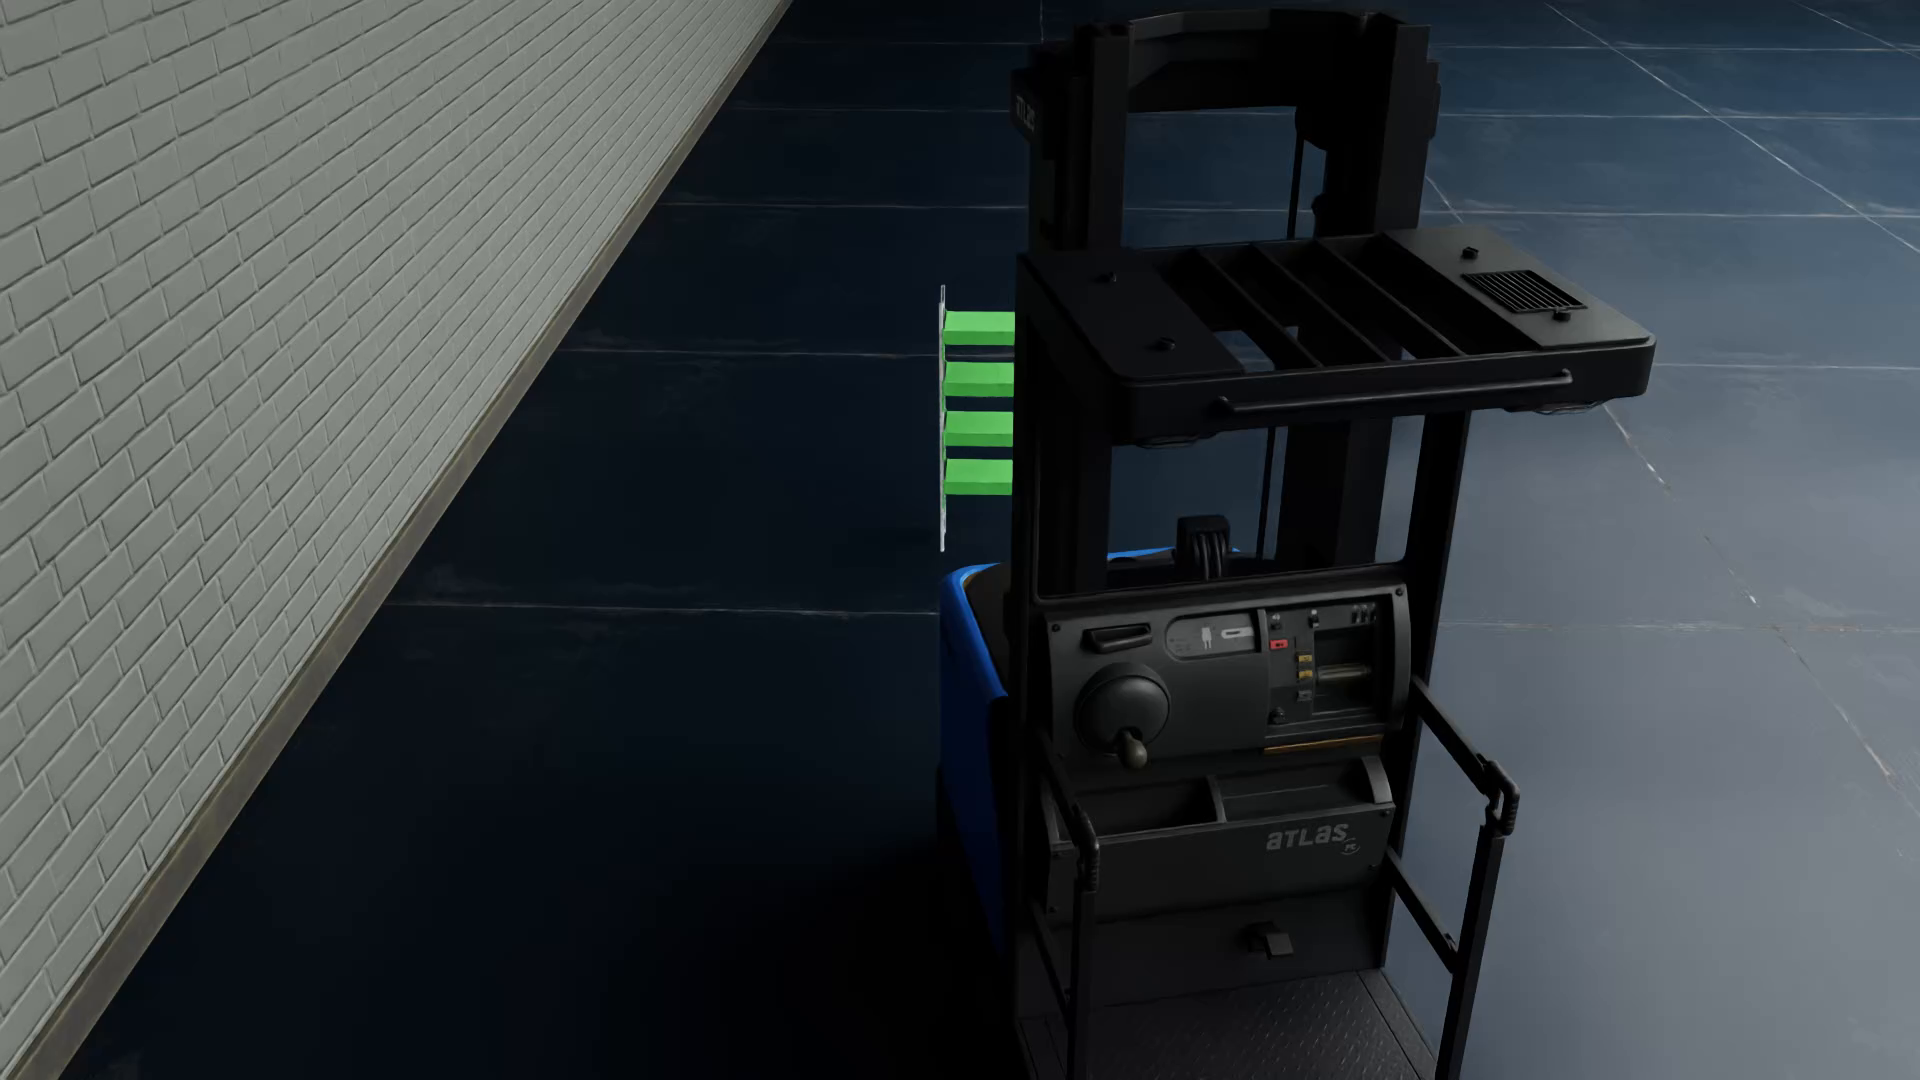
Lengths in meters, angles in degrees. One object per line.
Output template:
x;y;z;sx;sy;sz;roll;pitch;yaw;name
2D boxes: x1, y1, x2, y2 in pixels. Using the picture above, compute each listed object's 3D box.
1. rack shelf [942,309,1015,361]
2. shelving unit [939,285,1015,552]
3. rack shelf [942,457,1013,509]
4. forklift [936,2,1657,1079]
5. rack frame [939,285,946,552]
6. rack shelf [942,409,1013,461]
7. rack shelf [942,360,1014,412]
0.165;-0.895;7.269;0.480;0.148;0.258;1;28;2;rack shelf
0.165;-0.527;7.464;0.503;1.200;0.258;1;28;2;shelving unit
0.165;-0.259;7.606;0.480;0.148;0.258;1;28;2;rack shelf
0.712;0.372;3.918;1.130;2.935;3.031;-5;28;-10;forklift
-0.078;-0.531;7.471;0.015;1.200;0.240;1;28;2;rack frame
0.165;-0.471;7.494;0.480;0.148;0.258;1;28;2;rack shelf
0.165;-0.683;7.381;0.480;0.148;0.258;1;28;2;rack shelf
